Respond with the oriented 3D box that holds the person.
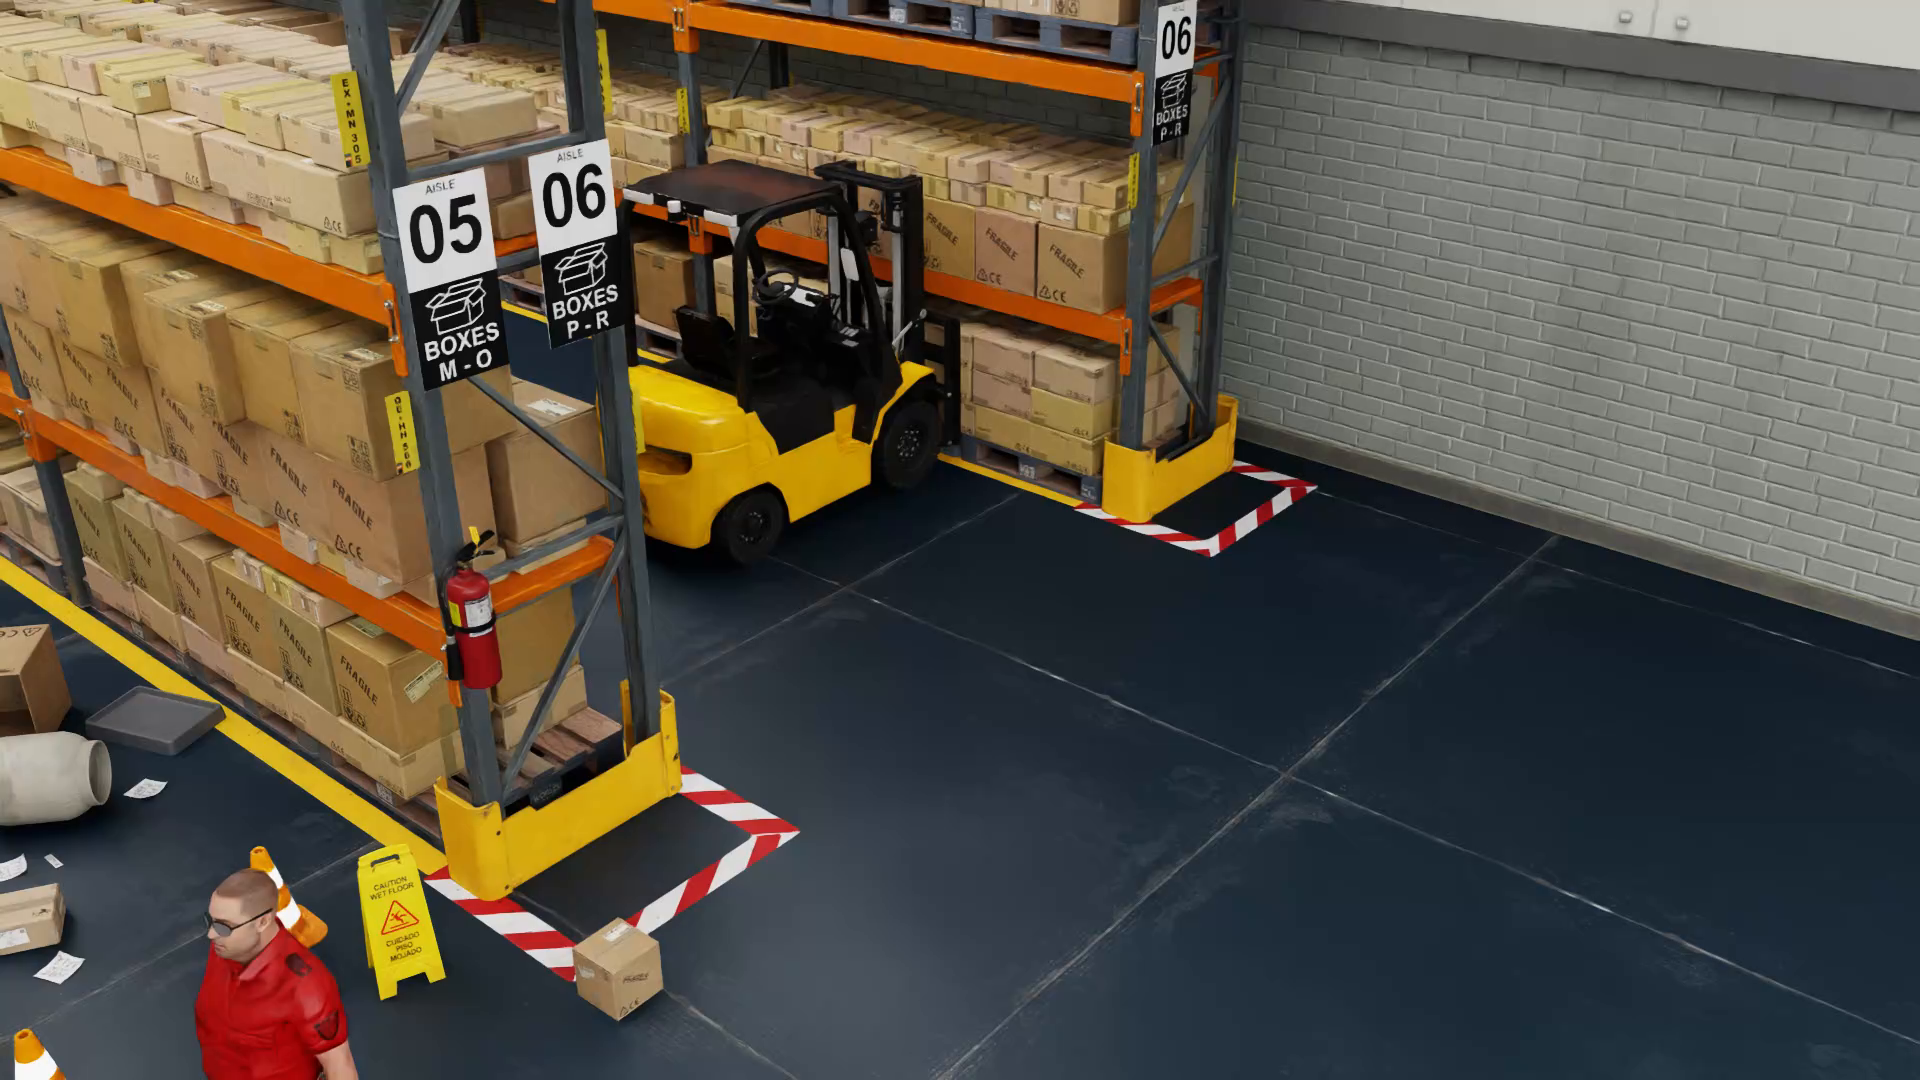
[{"bbox_3d":[-2.130,1.785,5.147,0.554,1.753,0.432,20,33,34],"label":"person"}]
